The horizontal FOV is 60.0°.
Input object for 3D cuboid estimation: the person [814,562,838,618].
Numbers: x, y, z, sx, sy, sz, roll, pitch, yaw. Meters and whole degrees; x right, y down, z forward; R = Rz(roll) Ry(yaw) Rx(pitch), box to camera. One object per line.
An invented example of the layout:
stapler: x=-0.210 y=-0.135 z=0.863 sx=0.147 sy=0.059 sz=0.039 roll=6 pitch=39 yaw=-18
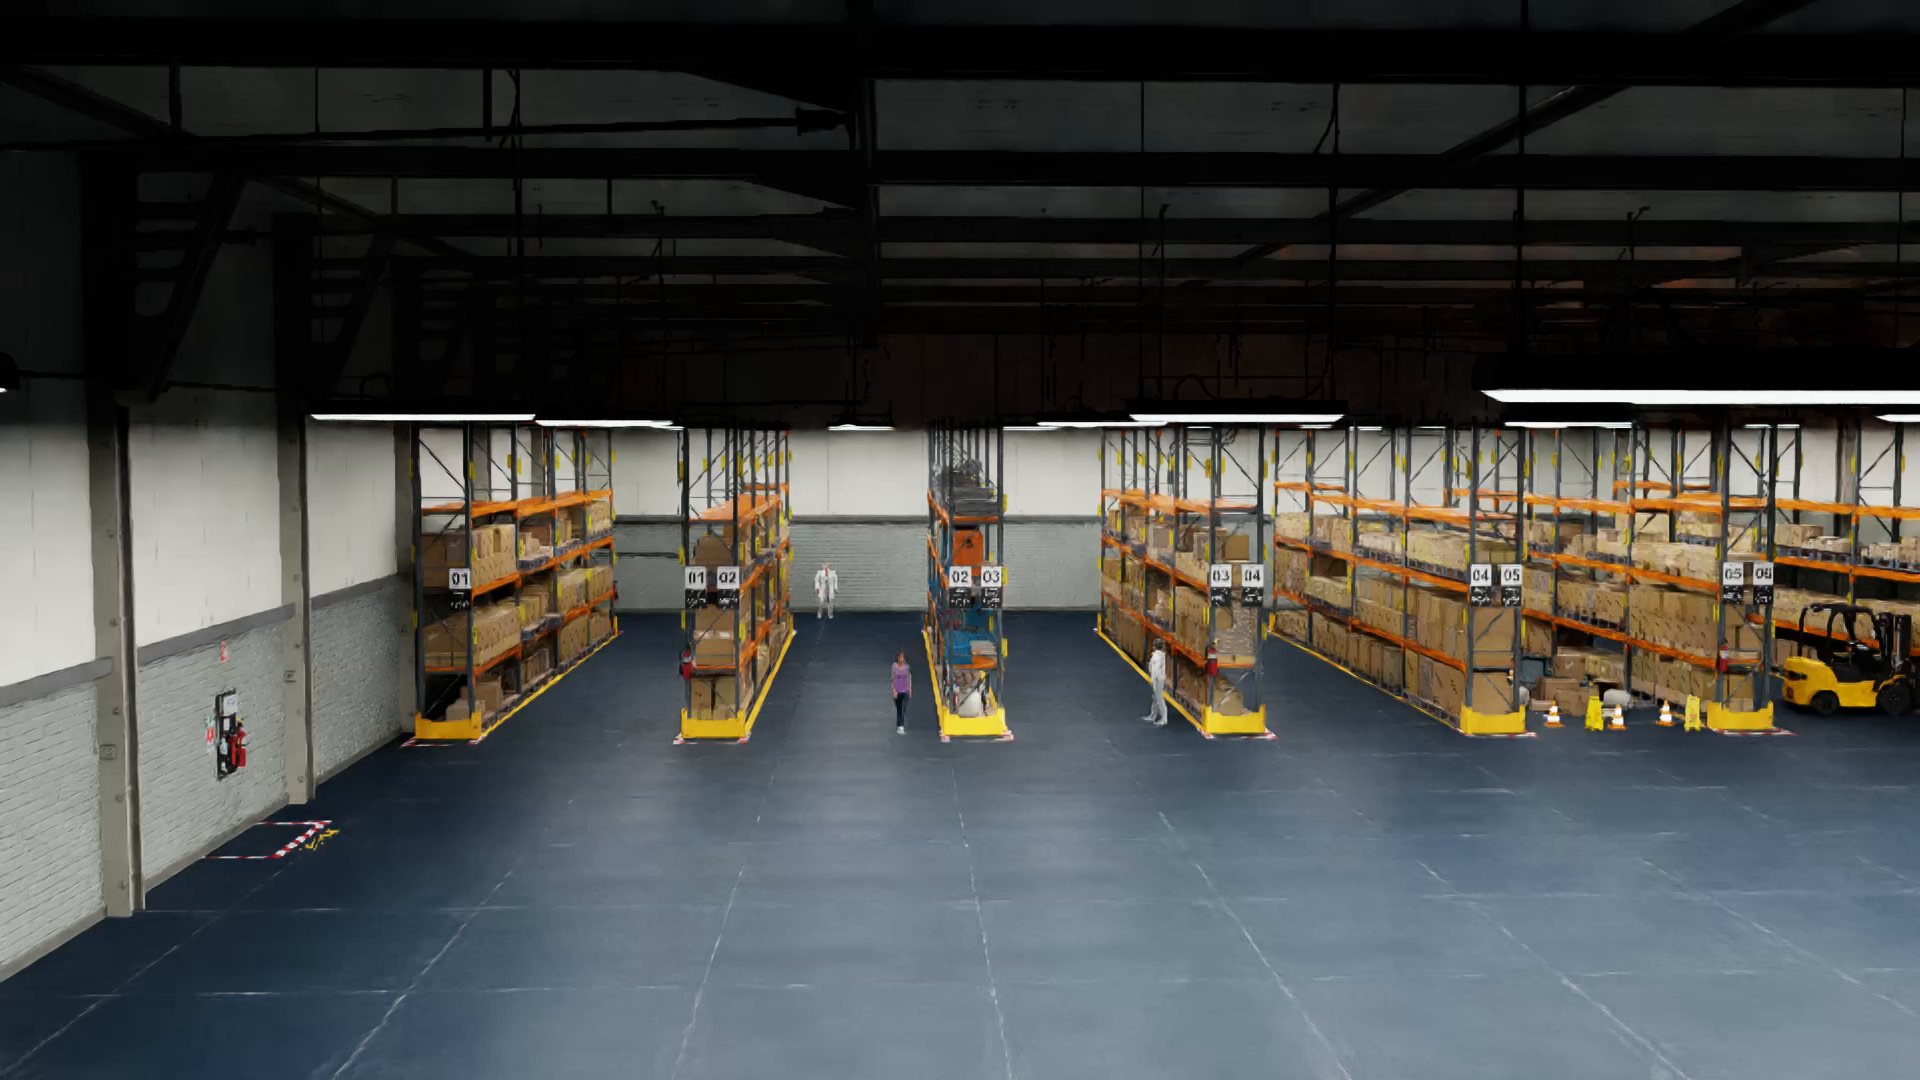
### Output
person: x=-4.110 y=1.524 z=51.067 sx=0.729 sy=1.717 sz=0.538 roll=0 pitch=4 yaw=-4

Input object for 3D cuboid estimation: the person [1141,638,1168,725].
person: x=3.832 y=2.747 z=32.642 sx=0.583 sy=1.667 sz=0.660 roll=1 pitch=4 yaw=20

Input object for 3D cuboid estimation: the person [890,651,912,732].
person: x=-1.124 y=2.868 z=31.649 sx=0.406 sy=1.524 sz=0.999 roll=0 pitch=4 yaw=4
